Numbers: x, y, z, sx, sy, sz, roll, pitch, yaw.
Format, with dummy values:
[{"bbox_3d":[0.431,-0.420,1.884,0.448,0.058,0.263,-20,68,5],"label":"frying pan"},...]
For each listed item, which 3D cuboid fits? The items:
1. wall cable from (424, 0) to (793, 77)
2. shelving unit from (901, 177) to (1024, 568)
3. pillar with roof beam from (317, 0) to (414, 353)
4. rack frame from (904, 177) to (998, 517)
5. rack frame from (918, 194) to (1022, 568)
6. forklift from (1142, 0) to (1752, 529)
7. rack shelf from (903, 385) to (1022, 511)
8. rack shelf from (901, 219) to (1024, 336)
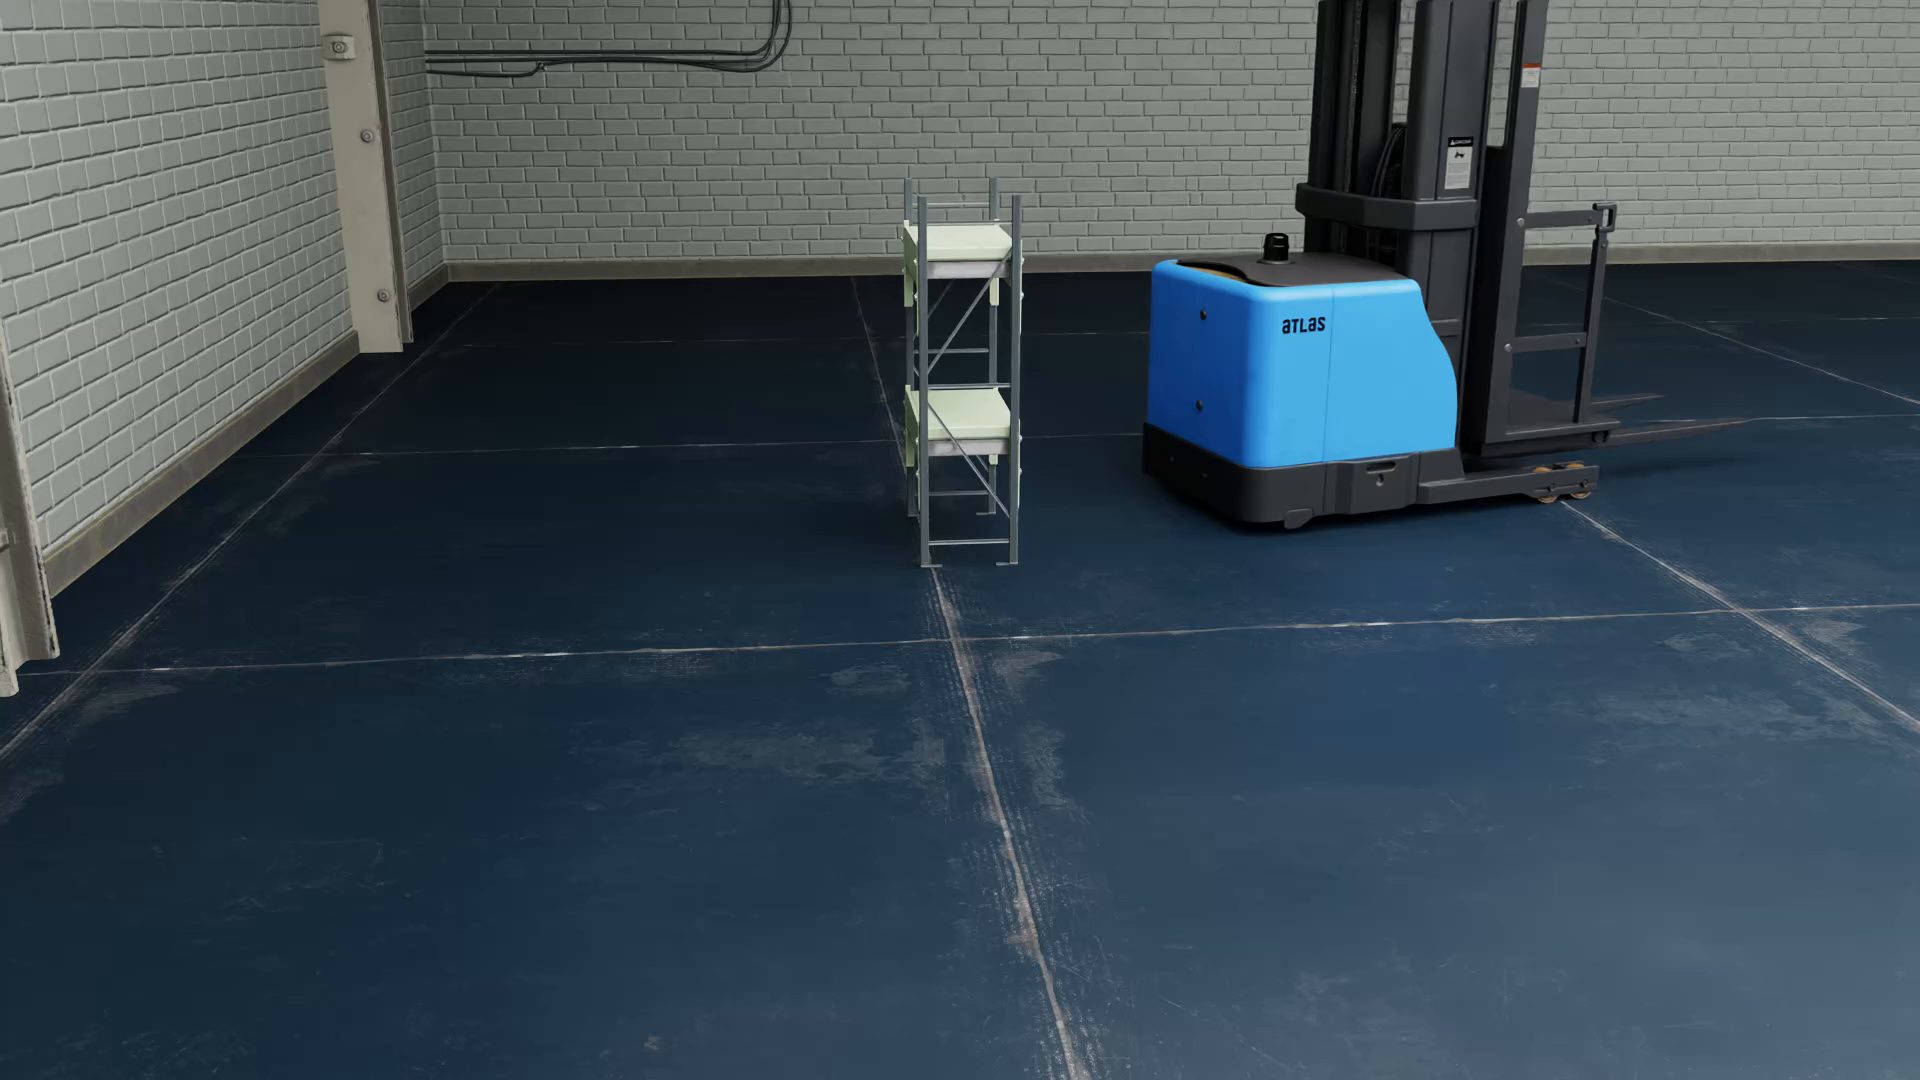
[{"bbox_3d":[-2.931,-5.054,13.435,3.097,2.526,0.112,-2,18,-6],"label":"wall cable"},{"bbox_3d":[-0.001,-0.718,6.959,0.431,1.500,0.755,-2,18,-6],"label":"shelving unit"},{"bbox_3d":[0.340,-5.750,10.467,9.100,9.000,0.400,-2,18,-6],"label":"pillar with roof beam"},{"bbox_3d":[-0.038,-0.827,7.306,0.400,1.500,0.023,-2,18,-6],"label":"rack frame"},{"bbox_3d":[0.037,-0.609,6.611,0.400,1.500,0.023,-2,18,-6],"label":"rack frame"},{"bbox_3d":[2.446,-1.708,7.724,3.031,2.935,1.130,-7,19,-21],"label":"forklift"},{"bbox_3d":[-0.001,-0.407,7.056,0.431,0.370,0.720,-2,18,-6],"label":"rack shelf"},{"bbox_3d":[-0.001,-1.090,6.842,0.431,0.370,0.720,-2,18,-6],"label":"rack shelf"}]
